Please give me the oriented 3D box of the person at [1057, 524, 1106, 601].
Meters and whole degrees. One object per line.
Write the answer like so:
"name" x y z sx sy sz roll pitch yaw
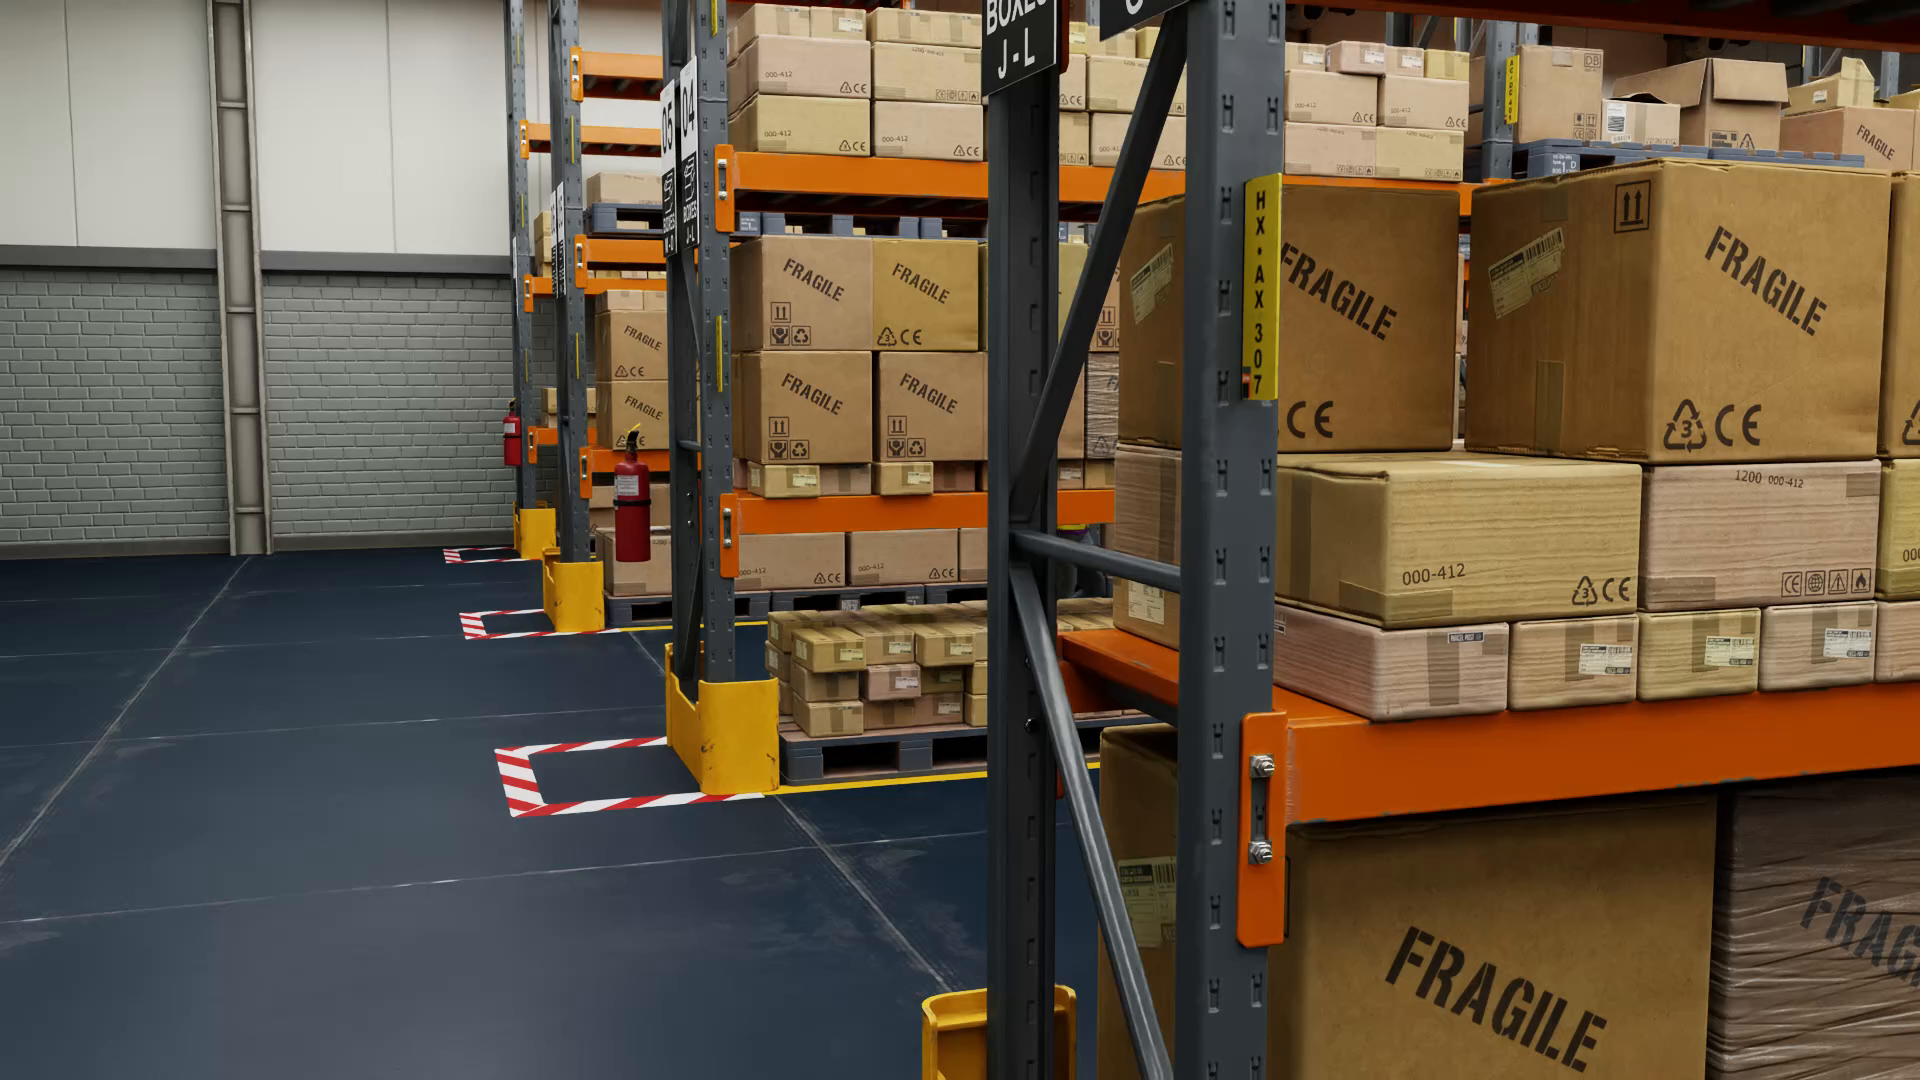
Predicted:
"person" 0.635 -0.038 9.973 0.425 1.770 0.612 2 6 16
